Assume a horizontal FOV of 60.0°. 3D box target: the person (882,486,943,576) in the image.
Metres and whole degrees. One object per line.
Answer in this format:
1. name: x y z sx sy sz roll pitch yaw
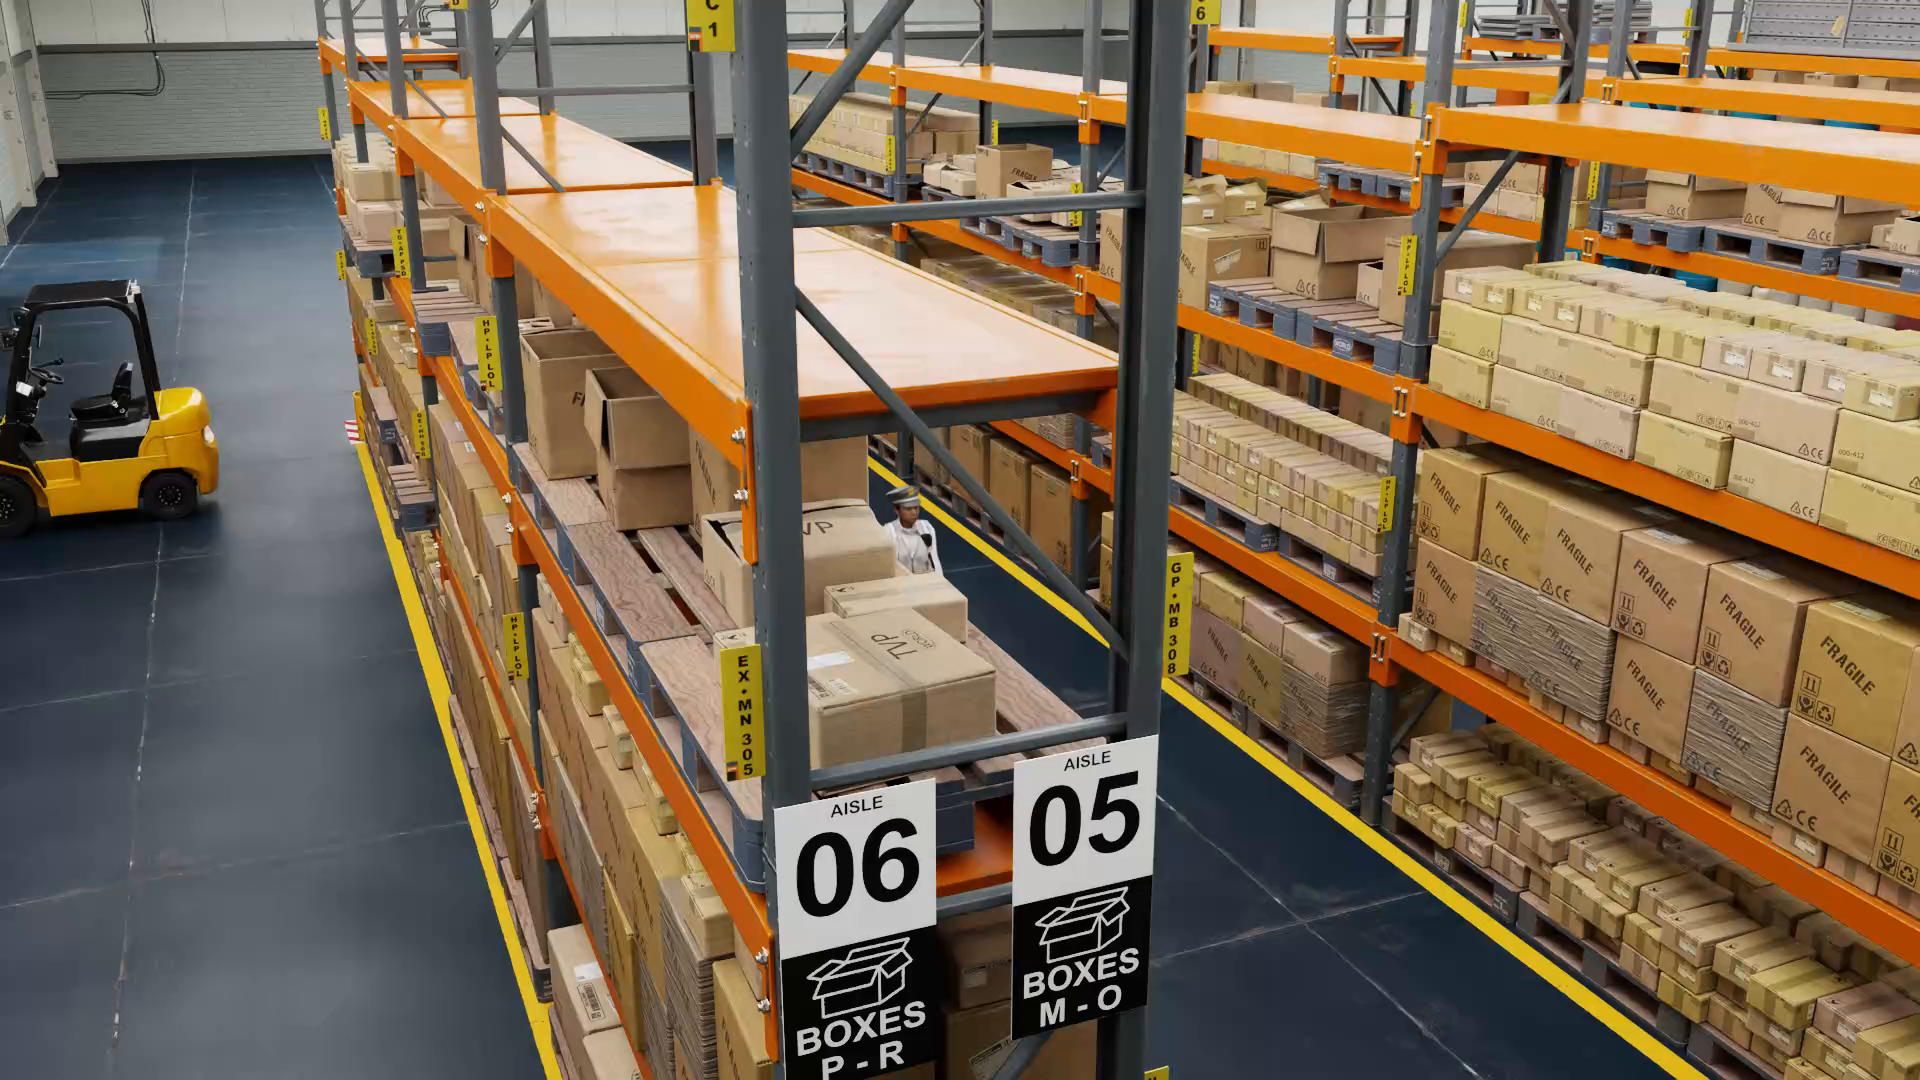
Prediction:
1. person: -0.327 0.448 11.498 0.416 1.691 0.523 -8 21 -23
